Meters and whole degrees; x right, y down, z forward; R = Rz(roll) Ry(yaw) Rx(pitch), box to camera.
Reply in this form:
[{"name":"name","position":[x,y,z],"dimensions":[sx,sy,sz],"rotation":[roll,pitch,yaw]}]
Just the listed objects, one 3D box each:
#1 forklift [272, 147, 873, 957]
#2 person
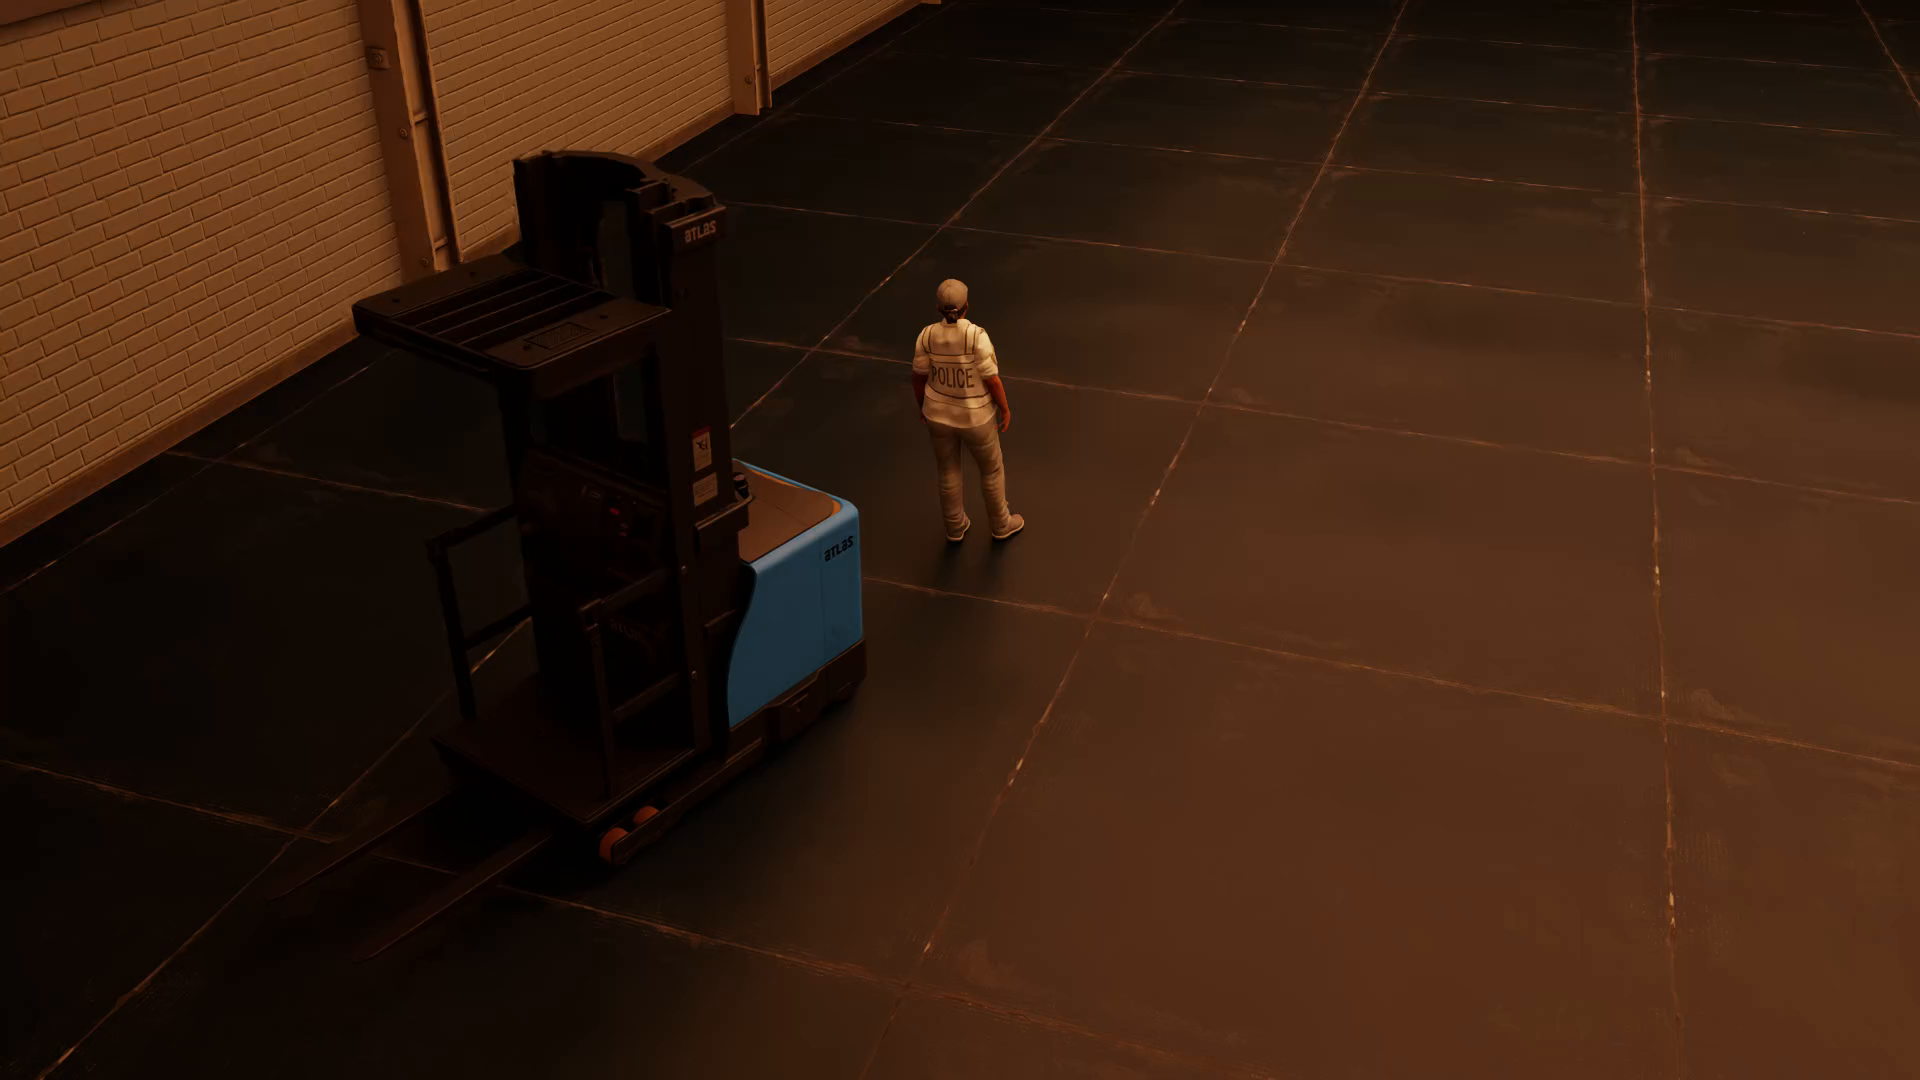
[{"name":"forklift","position":[-1.744,-0.099,7.309],"dimensions":[1.130,2.935,3.031],"rotation":[20,36,32]},{"name":"person","position":[0.047,-0.762,9.737],"dimensions":[0.598,1.670,0.529],"rotation":[10,31,16]}]
